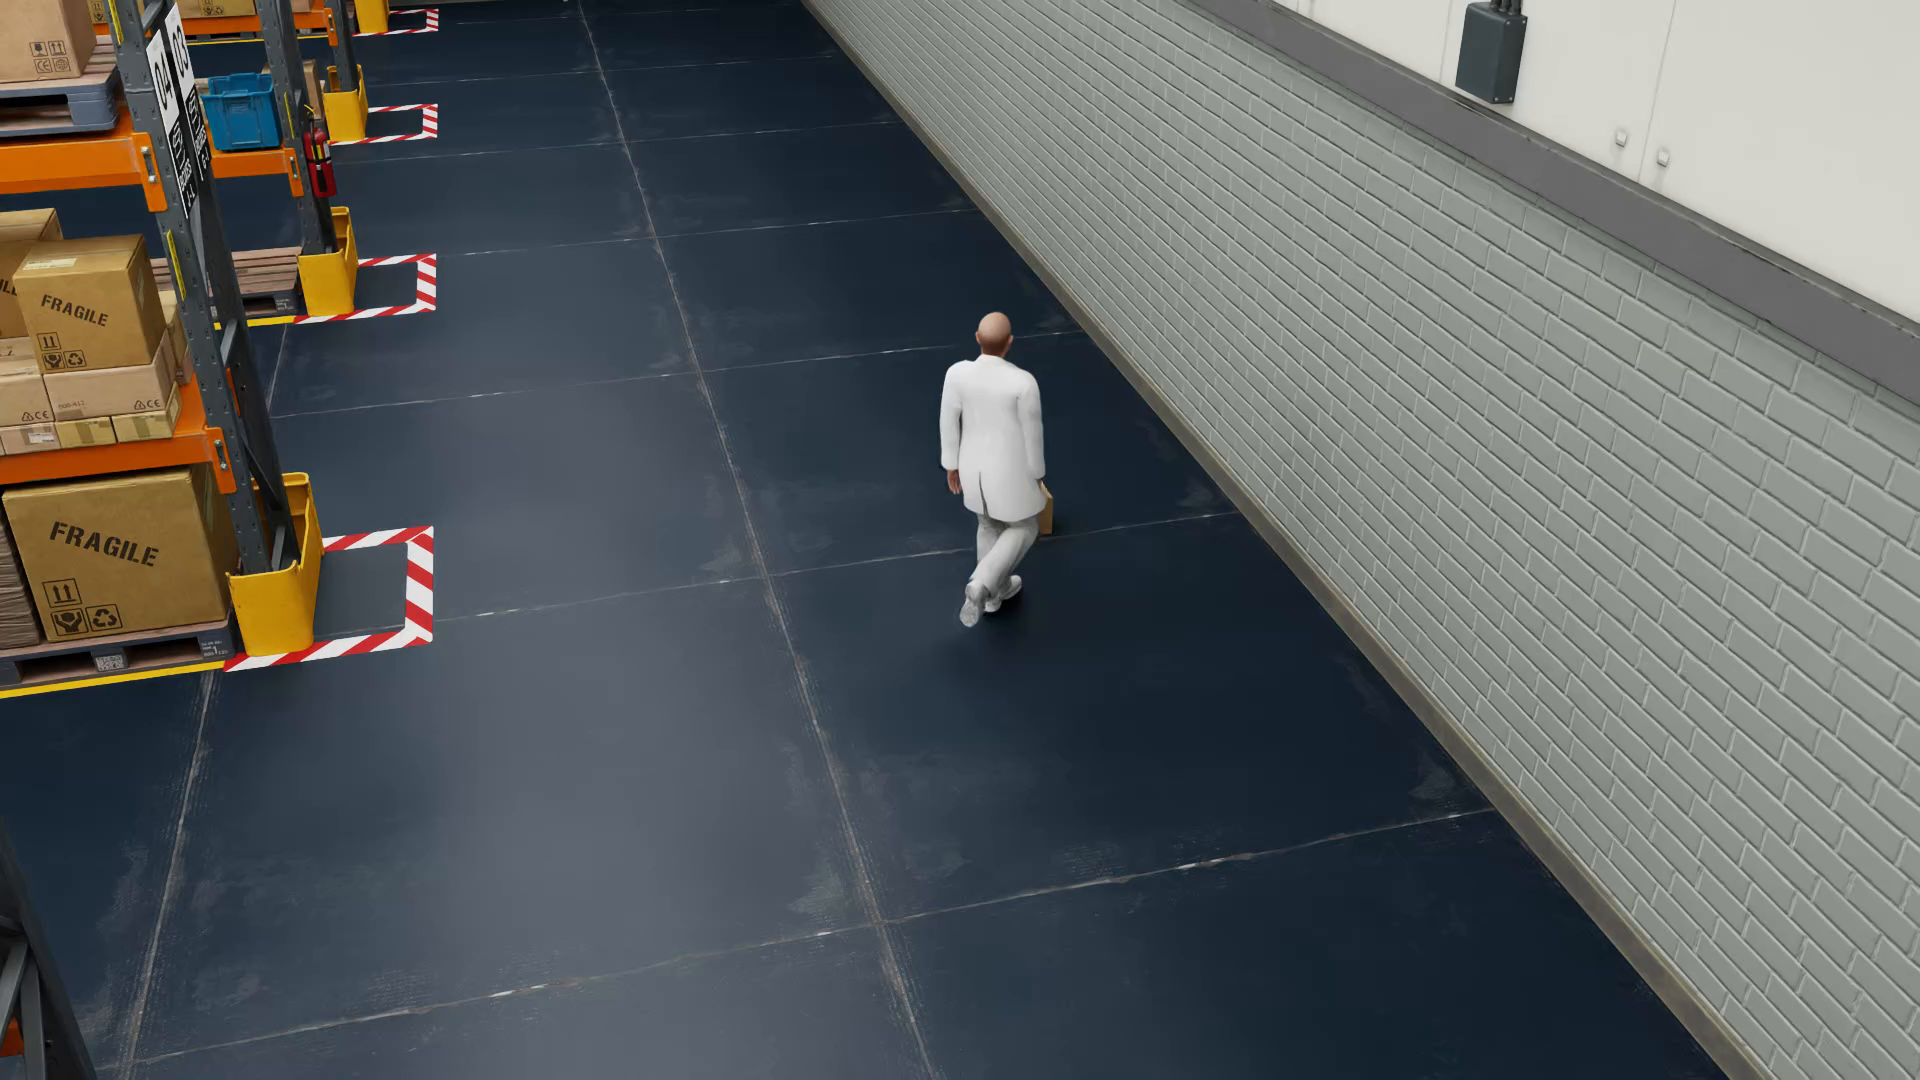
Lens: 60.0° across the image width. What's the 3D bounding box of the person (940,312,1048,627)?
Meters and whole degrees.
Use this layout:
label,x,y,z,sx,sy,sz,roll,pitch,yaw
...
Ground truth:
label,x,y,z,sx,sy,sz,roll,pitch,yaw
person,0.159,-0.361,8.843,0.568,1.766,0.714,17,34,26
